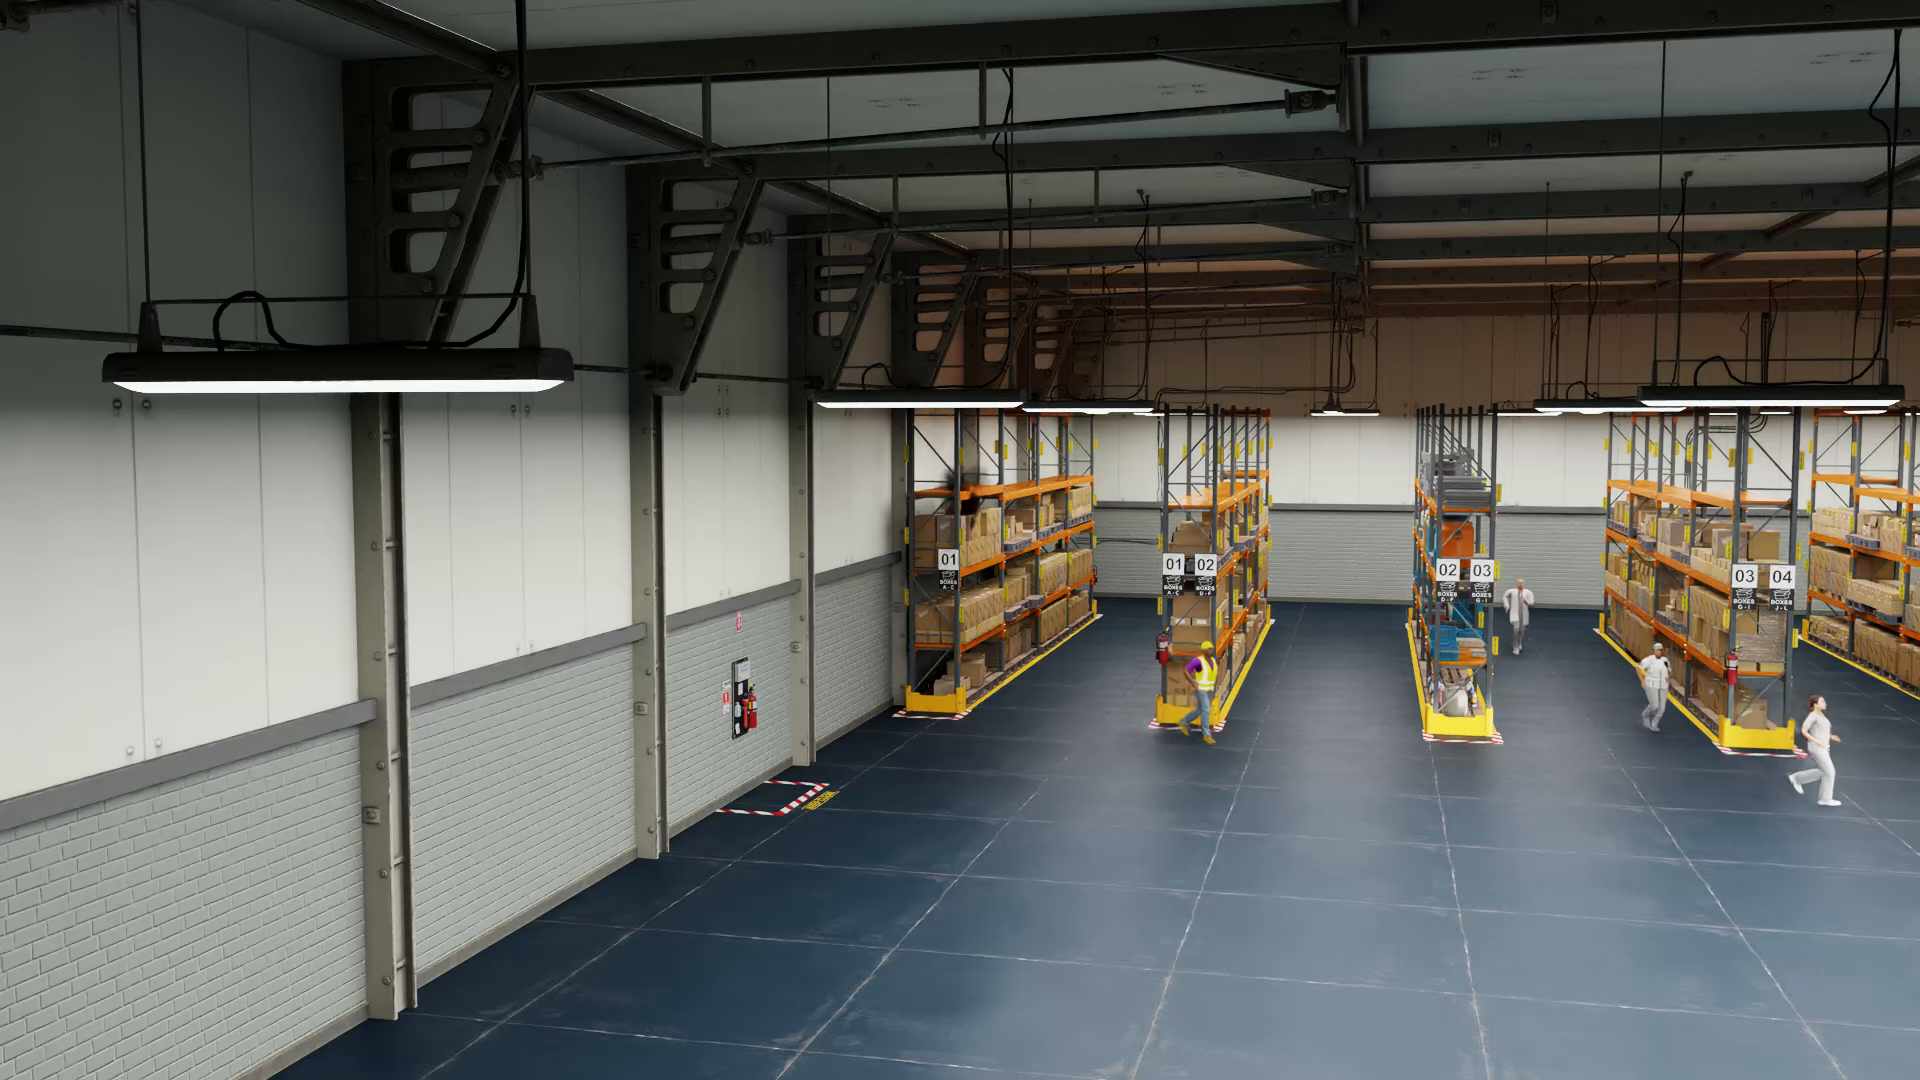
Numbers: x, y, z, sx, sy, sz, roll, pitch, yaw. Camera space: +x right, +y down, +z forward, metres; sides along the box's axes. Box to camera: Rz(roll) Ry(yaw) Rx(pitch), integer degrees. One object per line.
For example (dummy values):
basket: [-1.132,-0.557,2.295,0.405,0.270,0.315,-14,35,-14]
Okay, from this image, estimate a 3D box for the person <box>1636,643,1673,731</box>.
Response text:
person: [12.718,2.696,30.327,0.593,1.619,0.559,0,4,-1]

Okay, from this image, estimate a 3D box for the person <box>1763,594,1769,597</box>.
person: [20.394,1.806,41.965,0.709,1.813,0.776,1,4,17]

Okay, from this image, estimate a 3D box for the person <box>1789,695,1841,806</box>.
person: [12.722,3.105,24.735,0.753,1.628,0.571,4,6,45]

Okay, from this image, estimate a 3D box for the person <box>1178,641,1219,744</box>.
person: [4.314,2.669,29.567,0.705,1.769,0.920,-4,6,-45]

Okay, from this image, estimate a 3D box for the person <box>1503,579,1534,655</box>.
person: [13.707,1.866,40.777,0.672,1.848,0.855,0,4,6]
